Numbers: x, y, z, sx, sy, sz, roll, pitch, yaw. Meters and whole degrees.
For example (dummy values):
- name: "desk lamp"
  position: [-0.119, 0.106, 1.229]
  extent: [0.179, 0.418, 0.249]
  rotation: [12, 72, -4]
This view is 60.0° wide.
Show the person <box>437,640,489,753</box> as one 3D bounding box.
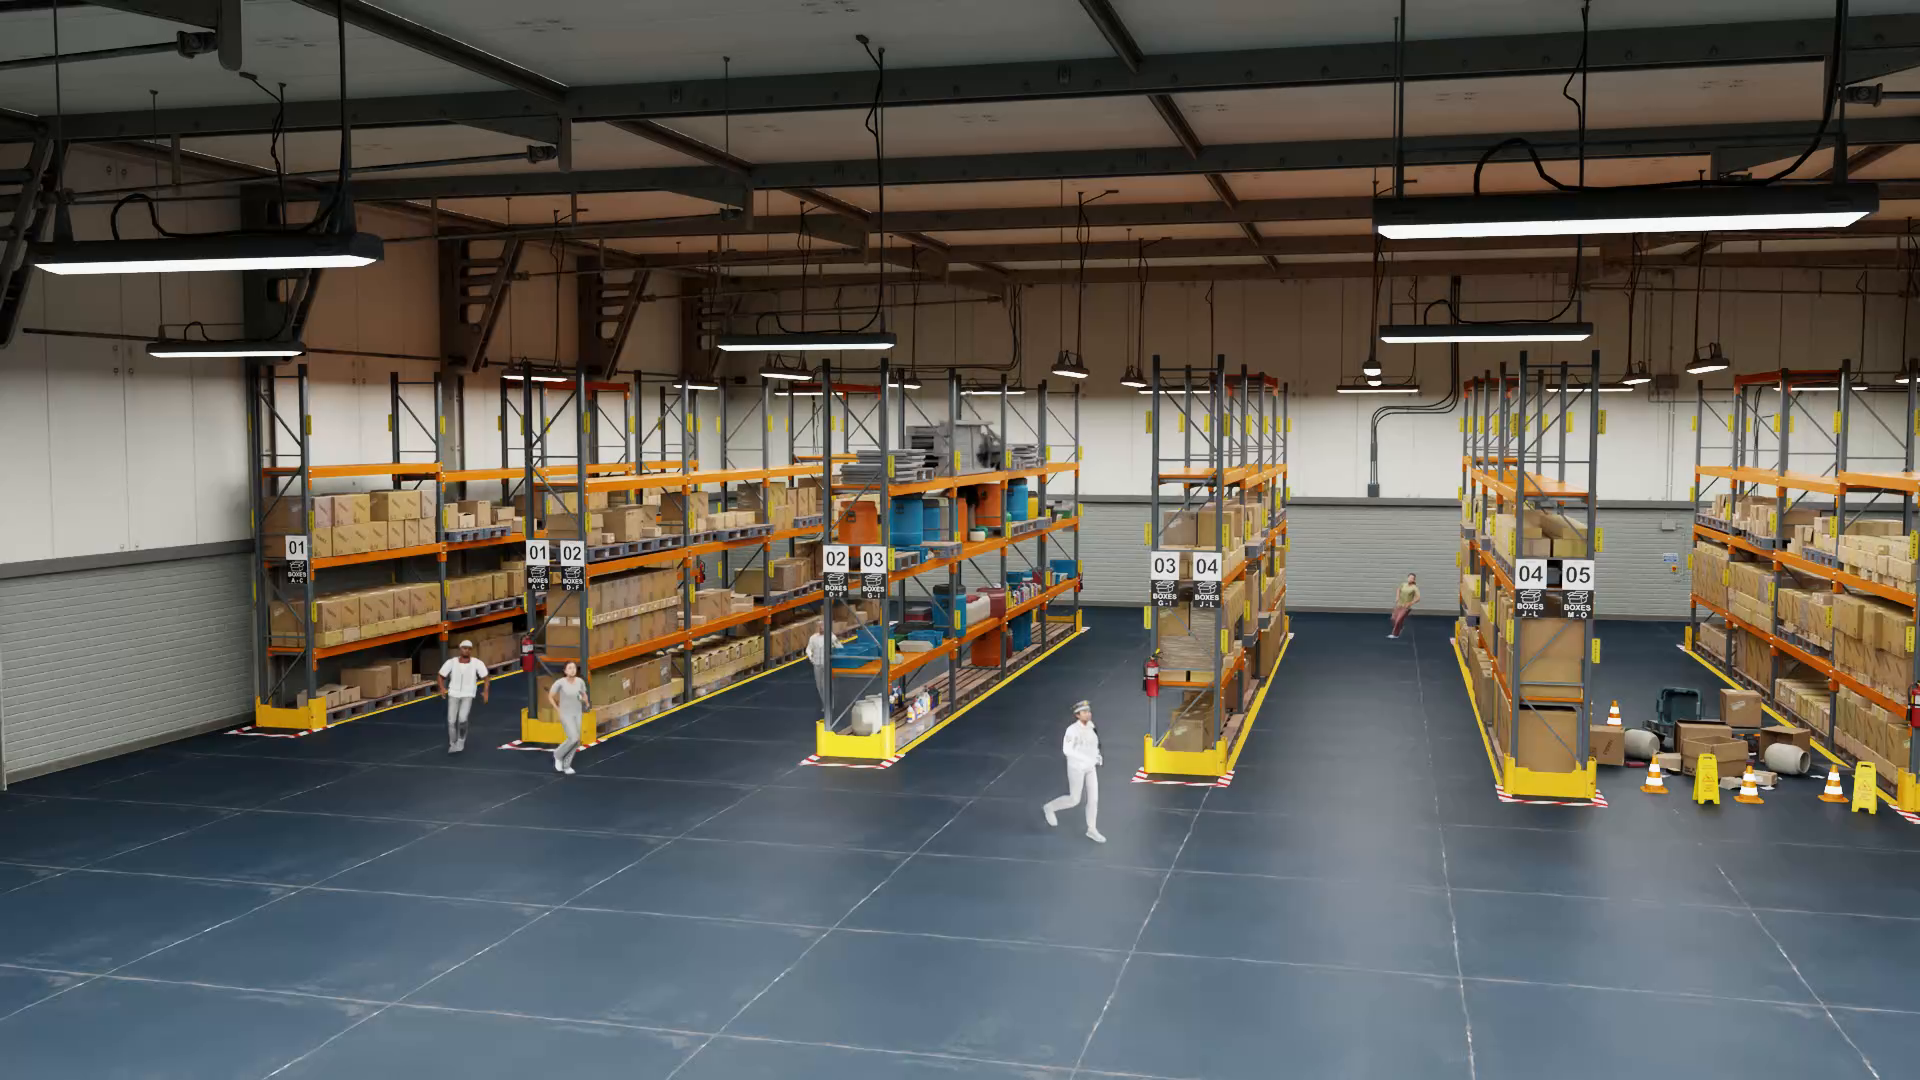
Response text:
- name: "person"
  position: [-7.623, 2.402, 25.442]
  extent: [0.761, 1.707, 0.589]
  rotation: [0, 4, -7]

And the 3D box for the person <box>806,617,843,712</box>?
- name: "person"
  position: [-2.382, 2.166, 28.717]
  extent: [0.611, 1.663, 0.599]
  rotation: [1, 4, 15]

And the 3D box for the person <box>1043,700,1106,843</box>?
- name: "person"
  position: [1.444, 2.775, 20.231]
  extent: [0.625, 1.702, 0.867]
  rotation: [-4, 5, -44]

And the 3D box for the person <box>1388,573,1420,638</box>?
- name: "person"
  position: [10.386, 1.534, 38.857]
  extent: [0.773, 1.562, 0.536]
  rotation: [4, 5, 43]

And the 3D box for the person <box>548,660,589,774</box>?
- name: "person"
  position: [-5.553, 2.540, 23.834]
  extent: [0.551, 1.637, 0.558]
  rotation: [-4, 5, -44]
